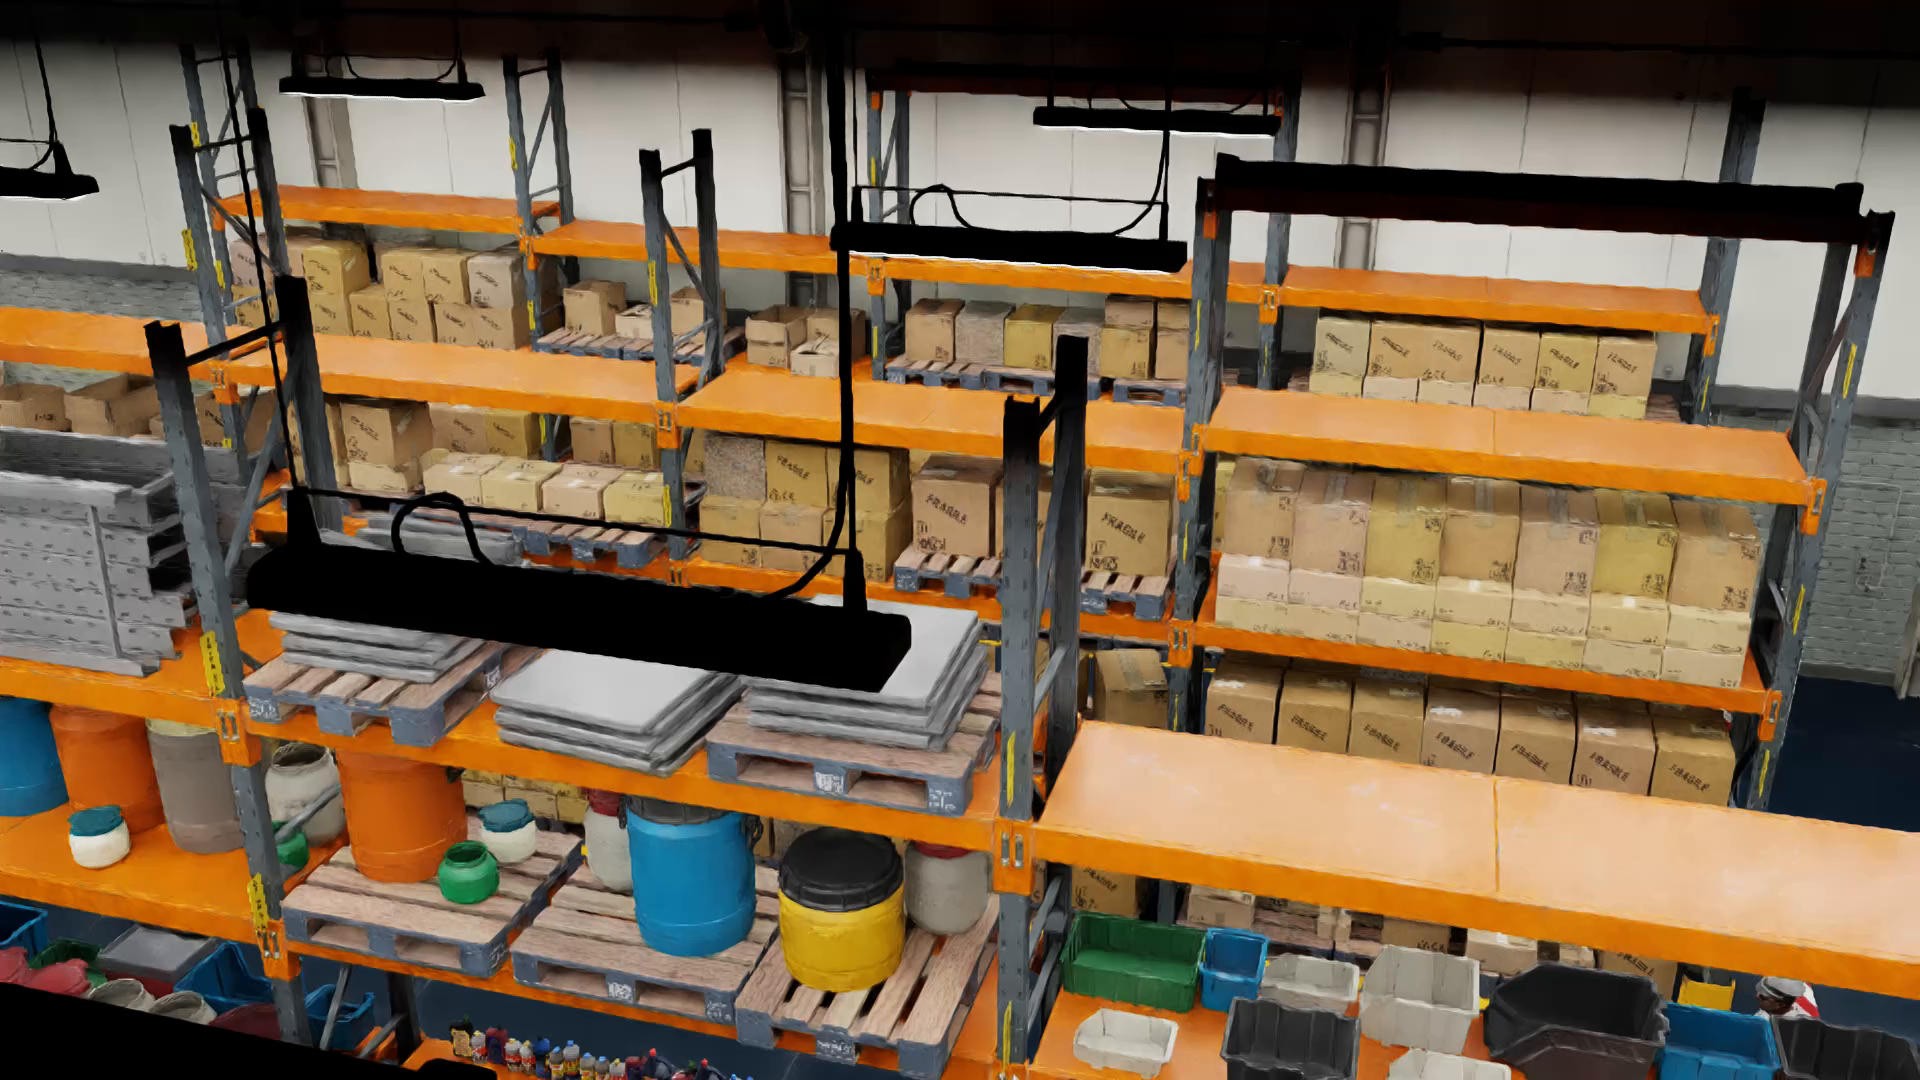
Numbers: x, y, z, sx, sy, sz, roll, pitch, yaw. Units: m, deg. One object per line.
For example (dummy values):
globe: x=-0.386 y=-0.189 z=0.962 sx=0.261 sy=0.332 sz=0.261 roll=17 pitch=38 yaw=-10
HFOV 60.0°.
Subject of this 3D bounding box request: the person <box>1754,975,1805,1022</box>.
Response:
person: x=5.033 y=3.401 z=10.359 sx=1.126 sy=1.675 sz=0.542 roll=7 pitch=24 yaw=17
